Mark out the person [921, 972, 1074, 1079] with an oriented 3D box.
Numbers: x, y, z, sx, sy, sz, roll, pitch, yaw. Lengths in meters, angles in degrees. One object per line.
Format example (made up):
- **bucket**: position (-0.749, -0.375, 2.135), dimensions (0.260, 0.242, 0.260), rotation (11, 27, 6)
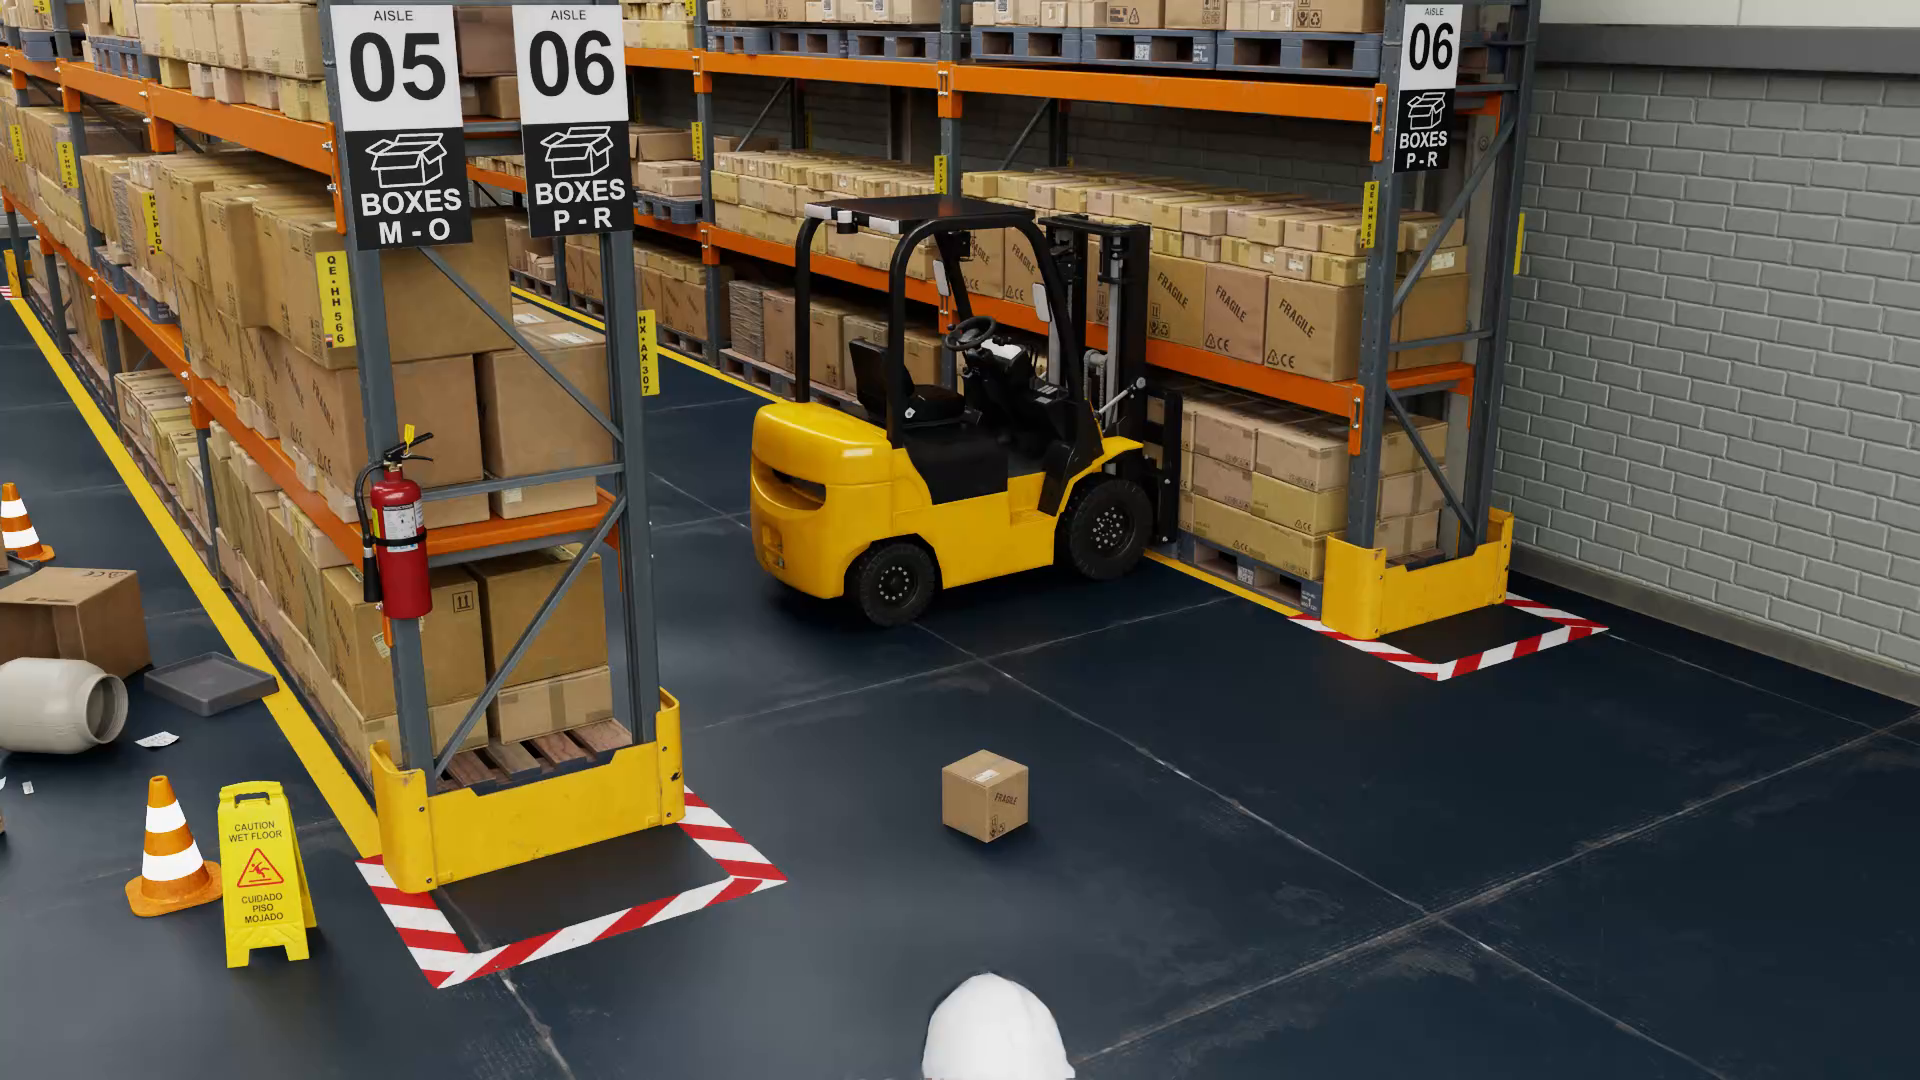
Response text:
- **person**: position (0.029, 1.517, 2.766), dimensions (0.558, 1.775, 0.672), rotation (0, 18, -1)
